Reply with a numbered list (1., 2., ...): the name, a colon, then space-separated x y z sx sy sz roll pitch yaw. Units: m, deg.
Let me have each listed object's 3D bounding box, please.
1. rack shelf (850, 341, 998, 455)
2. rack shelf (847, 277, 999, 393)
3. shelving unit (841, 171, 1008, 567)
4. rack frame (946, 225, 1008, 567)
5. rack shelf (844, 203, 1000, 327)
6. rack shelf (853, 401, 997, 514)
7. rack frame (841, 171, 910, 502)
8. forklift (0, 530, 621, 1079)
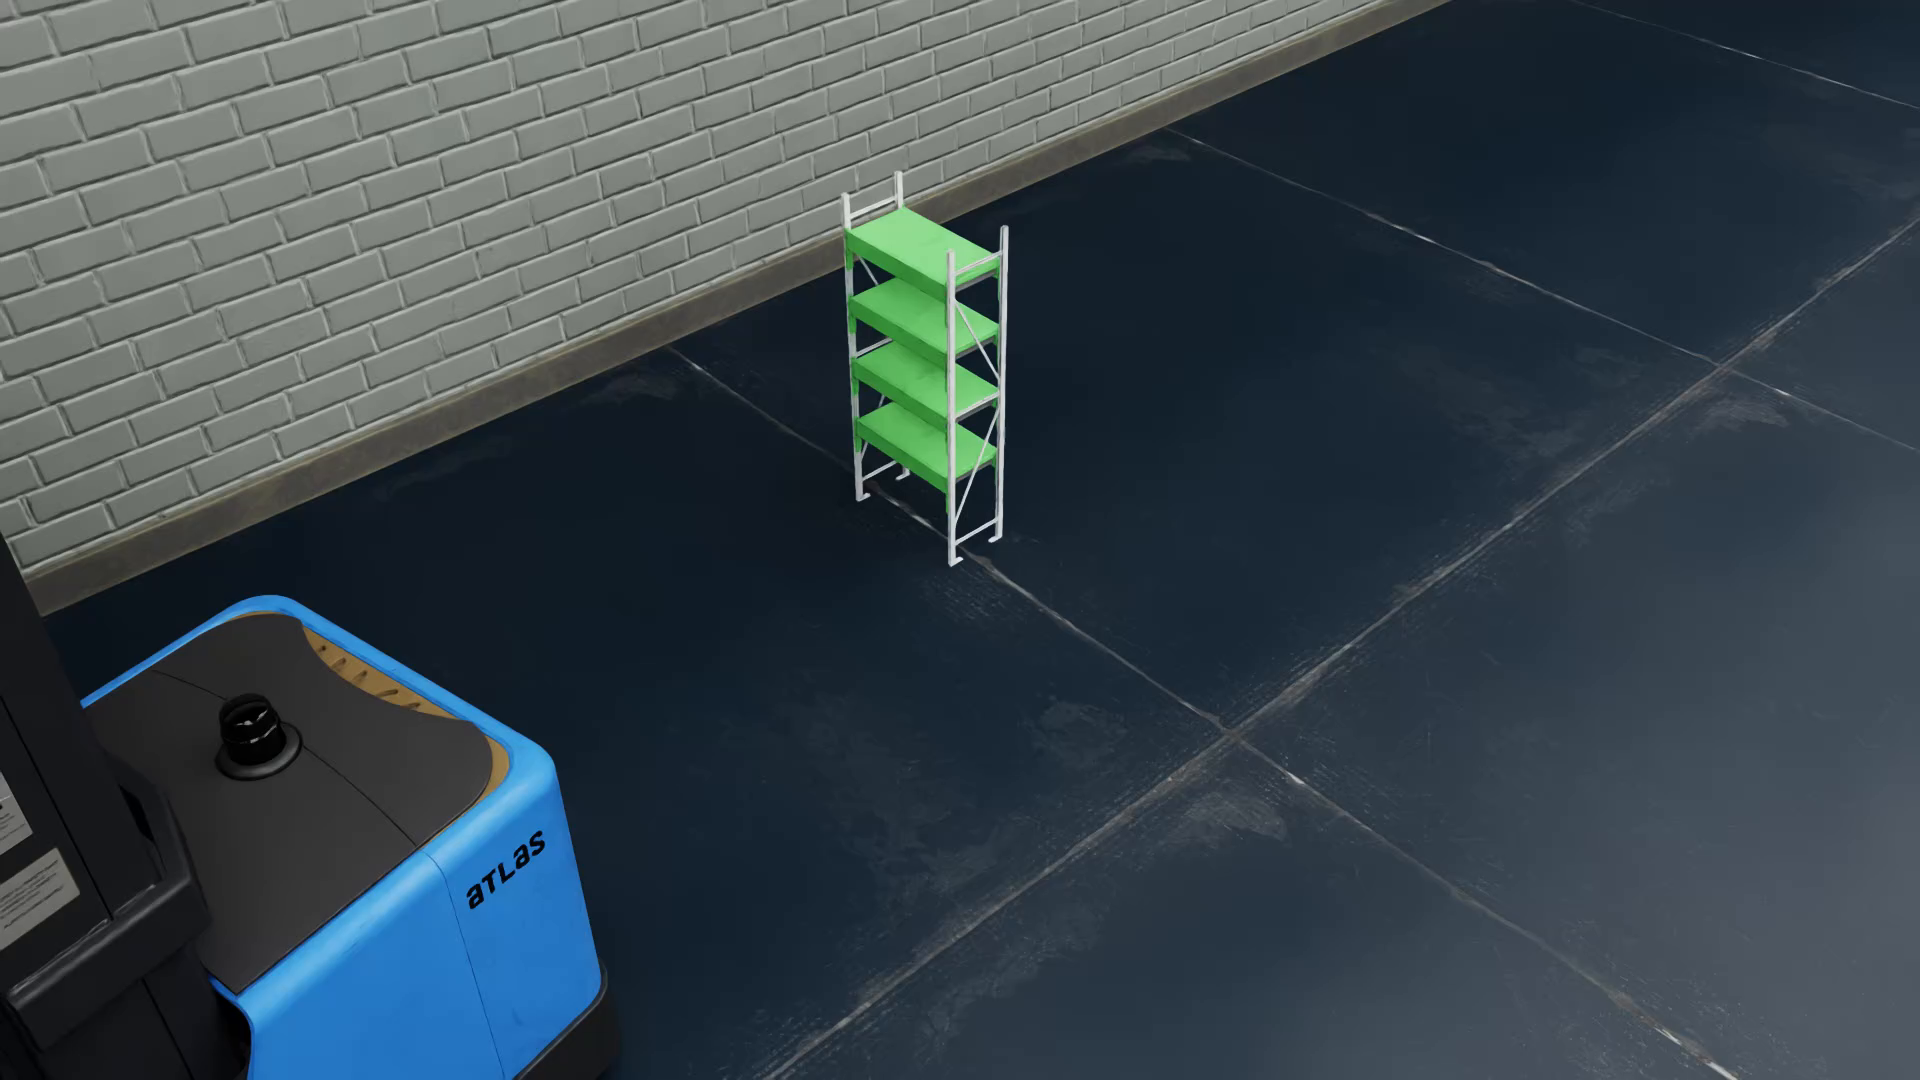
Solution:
1. rack shelf: -0.112 -0.494 5.508 0.258 0.148 0.480 -30 48 -32
2. rack shelf: -0.112 -0.680 5.357 0.258 0.148 0.480 -30 48 -32
3. shelving unit: -0.112 -0.543 5.468 0.258 1.200 0.503 -30 48 -32
4. rack frame: 0.053 -0.430 5.328 0.240 1.200 0.015 -30 48 -32
5. rack shelf: -0.112 -0.867 5.206 0.258 0.148 0.480 -30 48 -32
6. rack shelf: -0.112 -0.307 5.659 0.258 0.148 0.480 -30 48 -32
7. rack frame: -0.277 -0.656 5.608 0.240 1.200 0.015 -30 48 -32
8. forklift: -2.095 0.731 2.513 1.130 2.935 3.031 24 45 27
